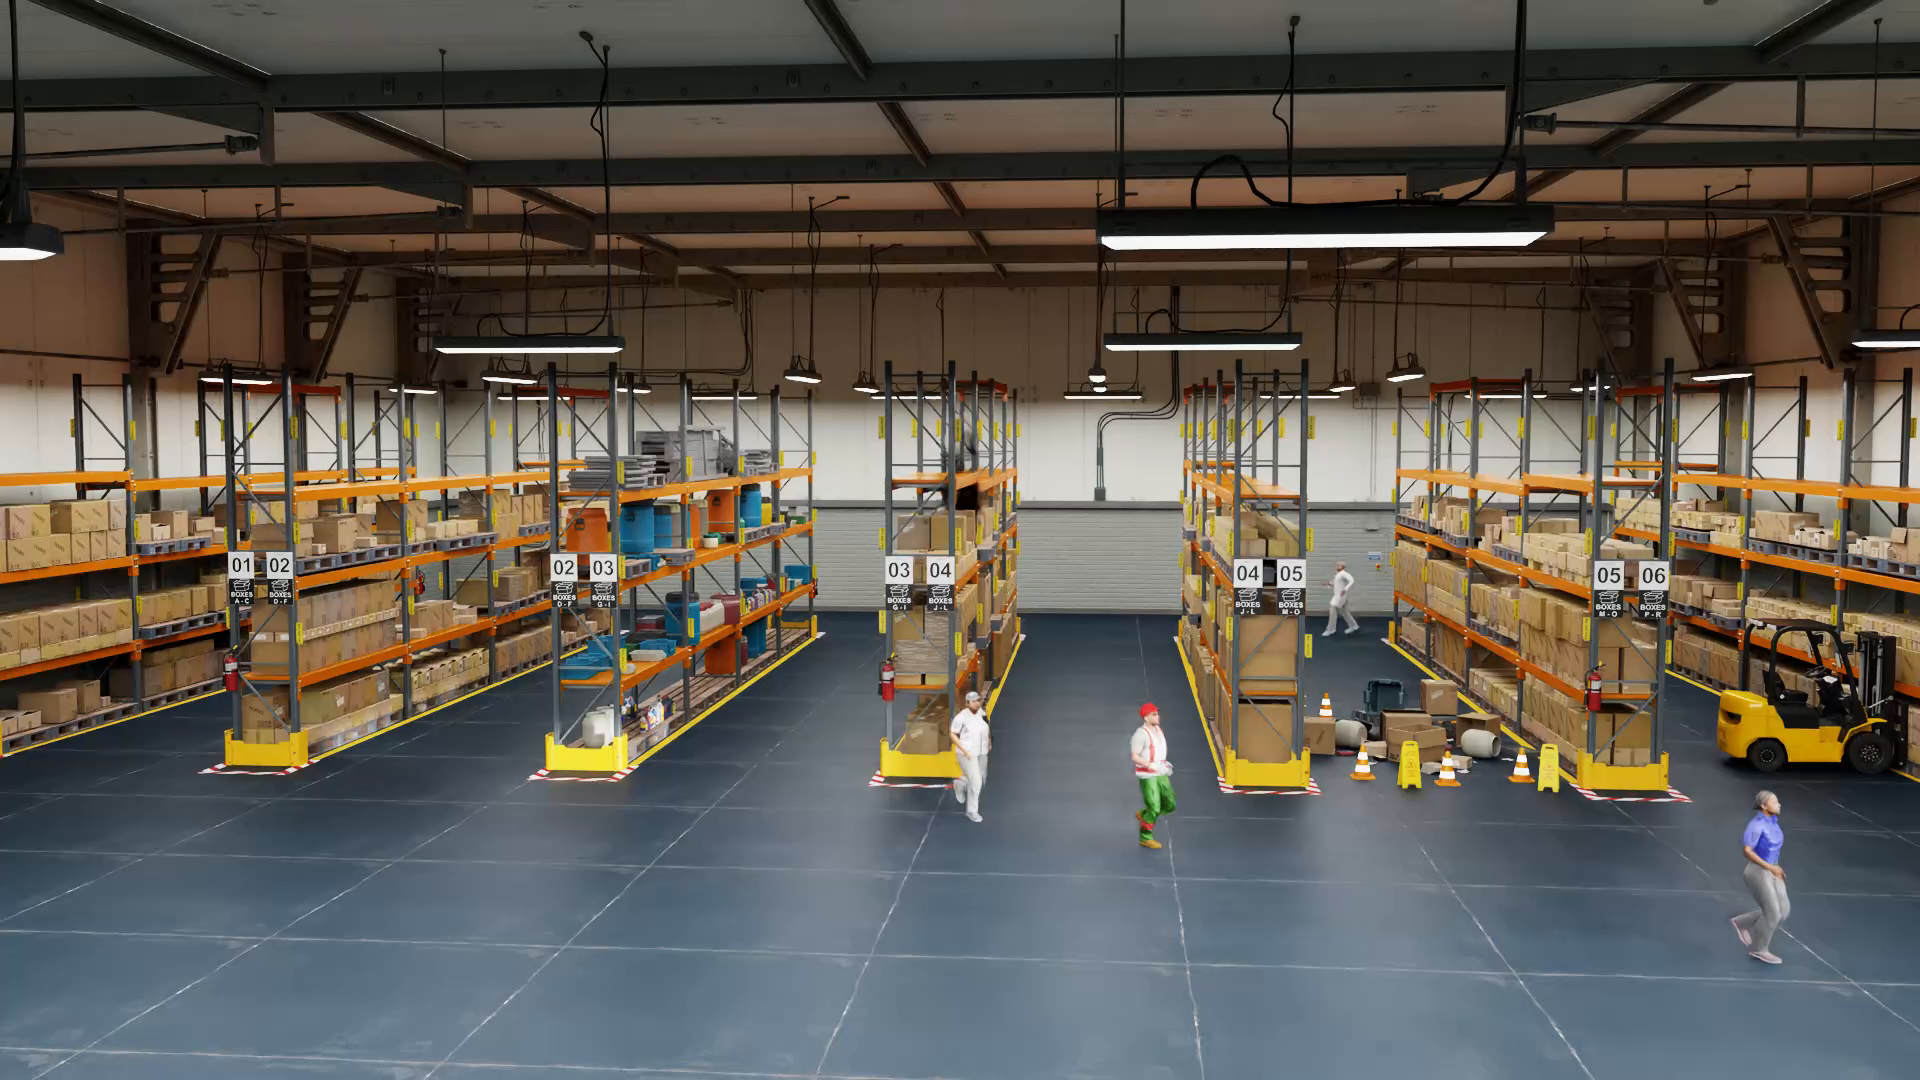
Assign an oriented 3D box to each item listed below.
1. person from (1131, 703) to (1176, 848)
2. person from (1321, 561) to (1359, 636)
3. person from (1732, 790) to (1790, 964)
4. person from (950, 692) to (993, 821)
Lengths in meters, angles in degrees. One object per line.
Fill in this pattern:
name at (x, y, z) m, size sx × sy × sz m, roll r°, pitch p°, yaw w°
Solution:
person at (2.311, 2.822, 19.951) m, size 0.594 × 1.742 × 0.655 m, roll 3°, pitch 5°, yaw 41°
person at (9.294, 1.434, 40.577) m, size 0.923 × 1.833 × 0.710 m, roll 1°, pitch 4°, yaw 8°
person at (7.561, 3.175, 15.706) m, size 0.582 × 1.607 × 0.536 m, roll -4°, pitch 5°, yaw -44°
person at (0.111, 2.774, 21.593) m, size 0.610 × 1.663 × 0.678 m, roll -3°, pitch 5°, yaw -38°
